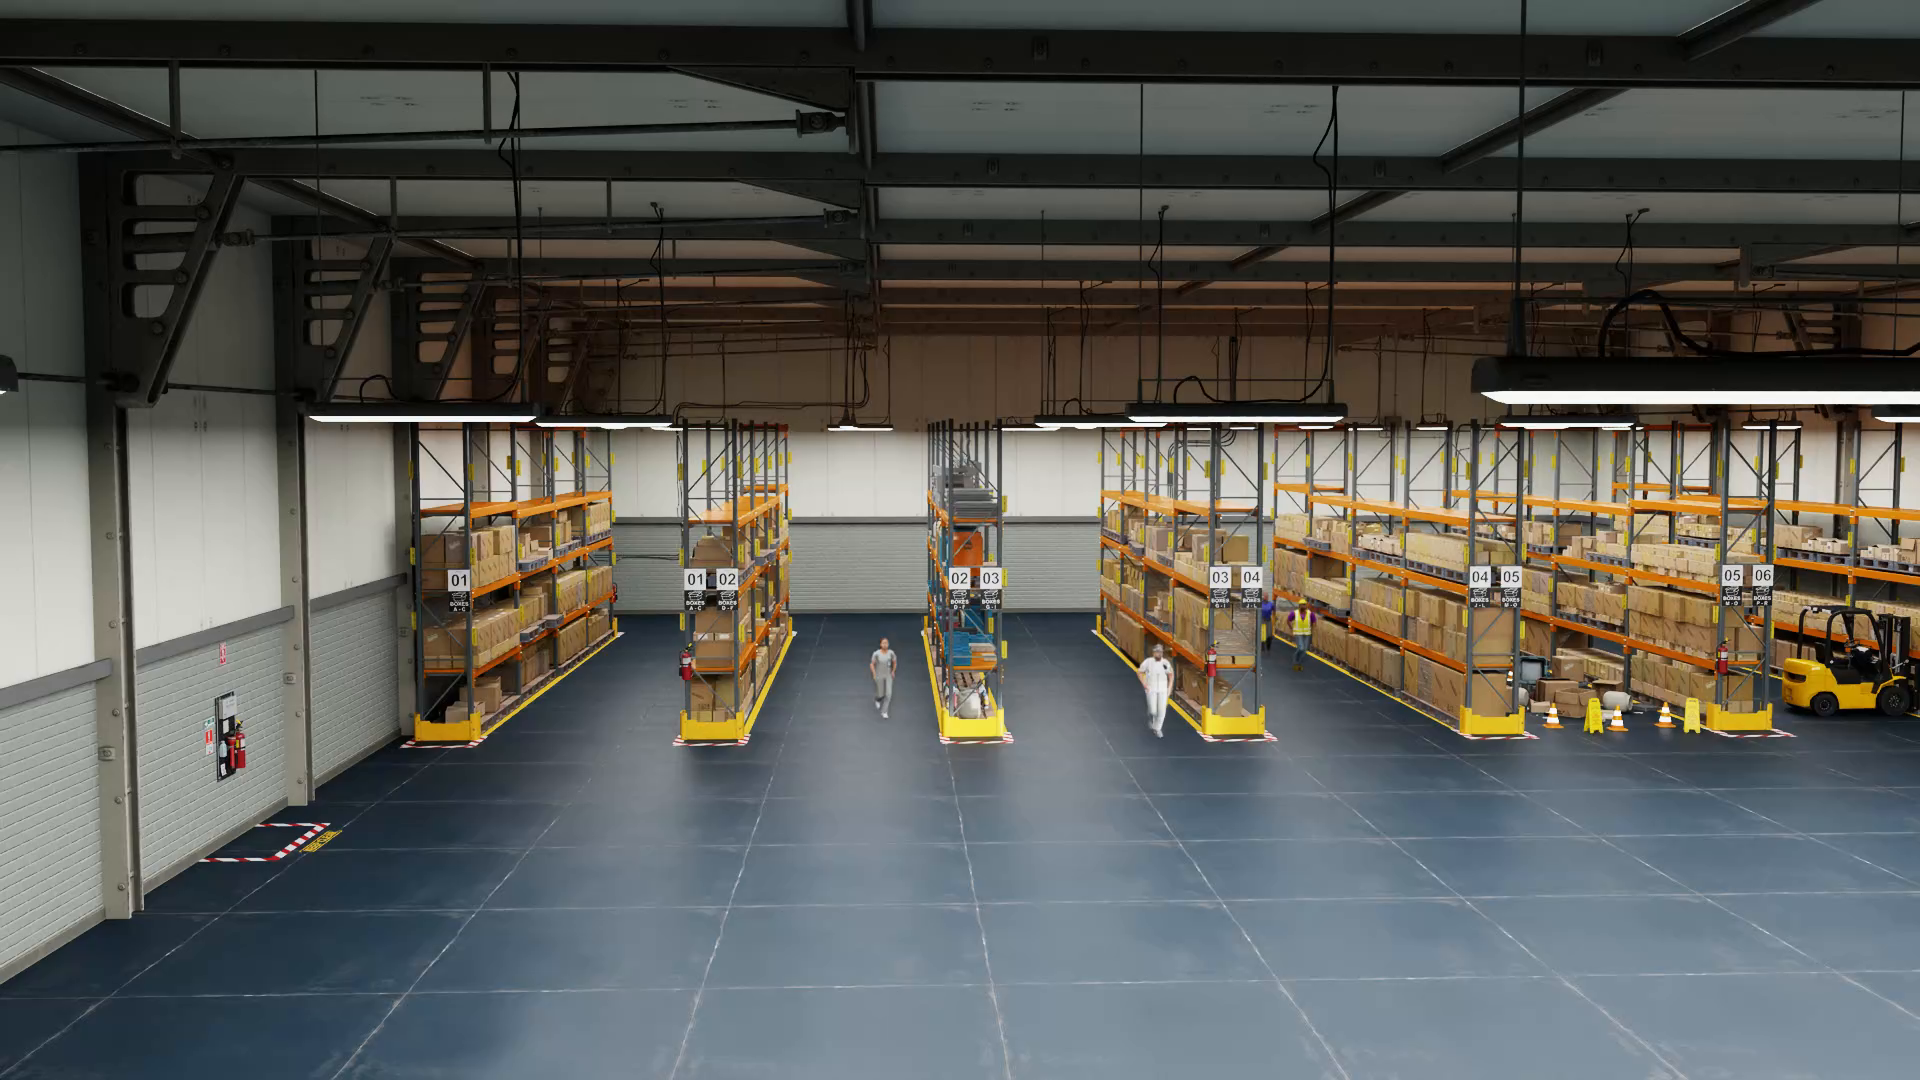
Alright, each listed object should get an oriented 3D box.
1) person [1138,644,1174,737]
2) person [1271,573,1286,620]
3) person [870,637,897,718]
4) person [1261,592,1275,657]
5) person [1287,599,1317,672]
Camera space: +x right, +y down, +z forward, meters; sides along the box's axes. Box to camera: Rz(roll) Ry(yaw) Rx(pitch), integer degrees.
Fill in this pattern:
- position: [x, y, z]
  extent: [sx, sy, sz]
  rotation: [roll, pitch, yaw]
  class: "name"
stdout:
- position: [3.729, 2.842, 31.567]
  extent: [0.695, 1.752, 0.549]
  rotation: [0, 4, -2]
  class: "person"
- position: [9.393, 1.745, 49.177]
  extent: [0.520, 1.702, 0.943]
  rotation: [1, 4, 20]
  class: "person"
- position: [-1.548, 2.763, 33.672]
  extent: [0.550, 1.621, 0.622]
  rotation: [-1, 4, -13]
  class: "person"
- position: [7.850, 2.175, 42.748]
  extent: [0.575, 1.667, 0.677]
  rotation: [0, 4, 2]
  class: "person"
- position: [8.232, 2.300, 39.904]
  extent: [0.668, 1.767, 0.666]
  rotation: [0, 4, -2]
  class: "person"
